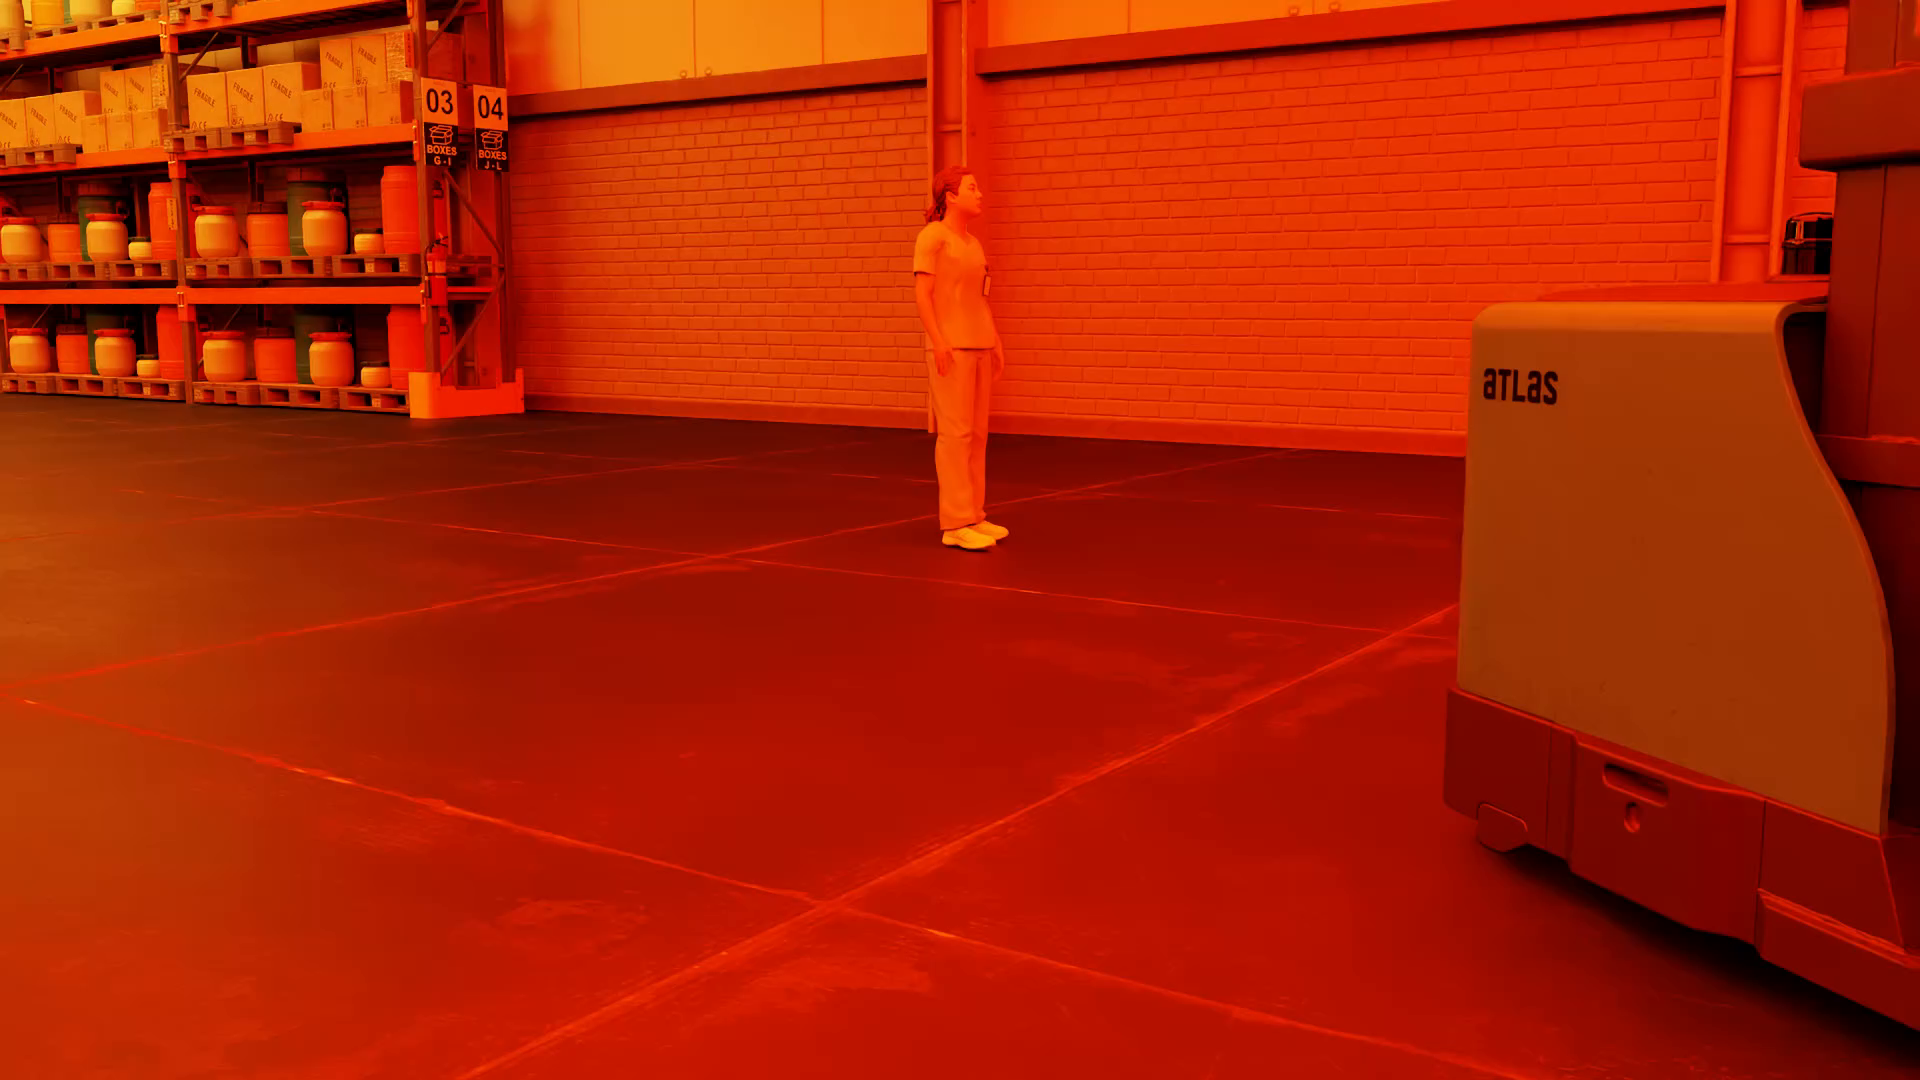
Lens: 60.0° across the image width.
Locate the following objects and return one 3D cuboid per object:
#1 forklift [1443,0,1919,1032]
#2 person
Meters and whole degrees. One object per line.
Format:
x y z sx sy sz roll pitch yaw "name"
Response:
1.959 -0.682 1.986 1.130 2.935 3.031 -3 9 -20 "forklift"
0.054 -0.830 7.432 0.548 1.673 0.549 5 10 34 "person"
